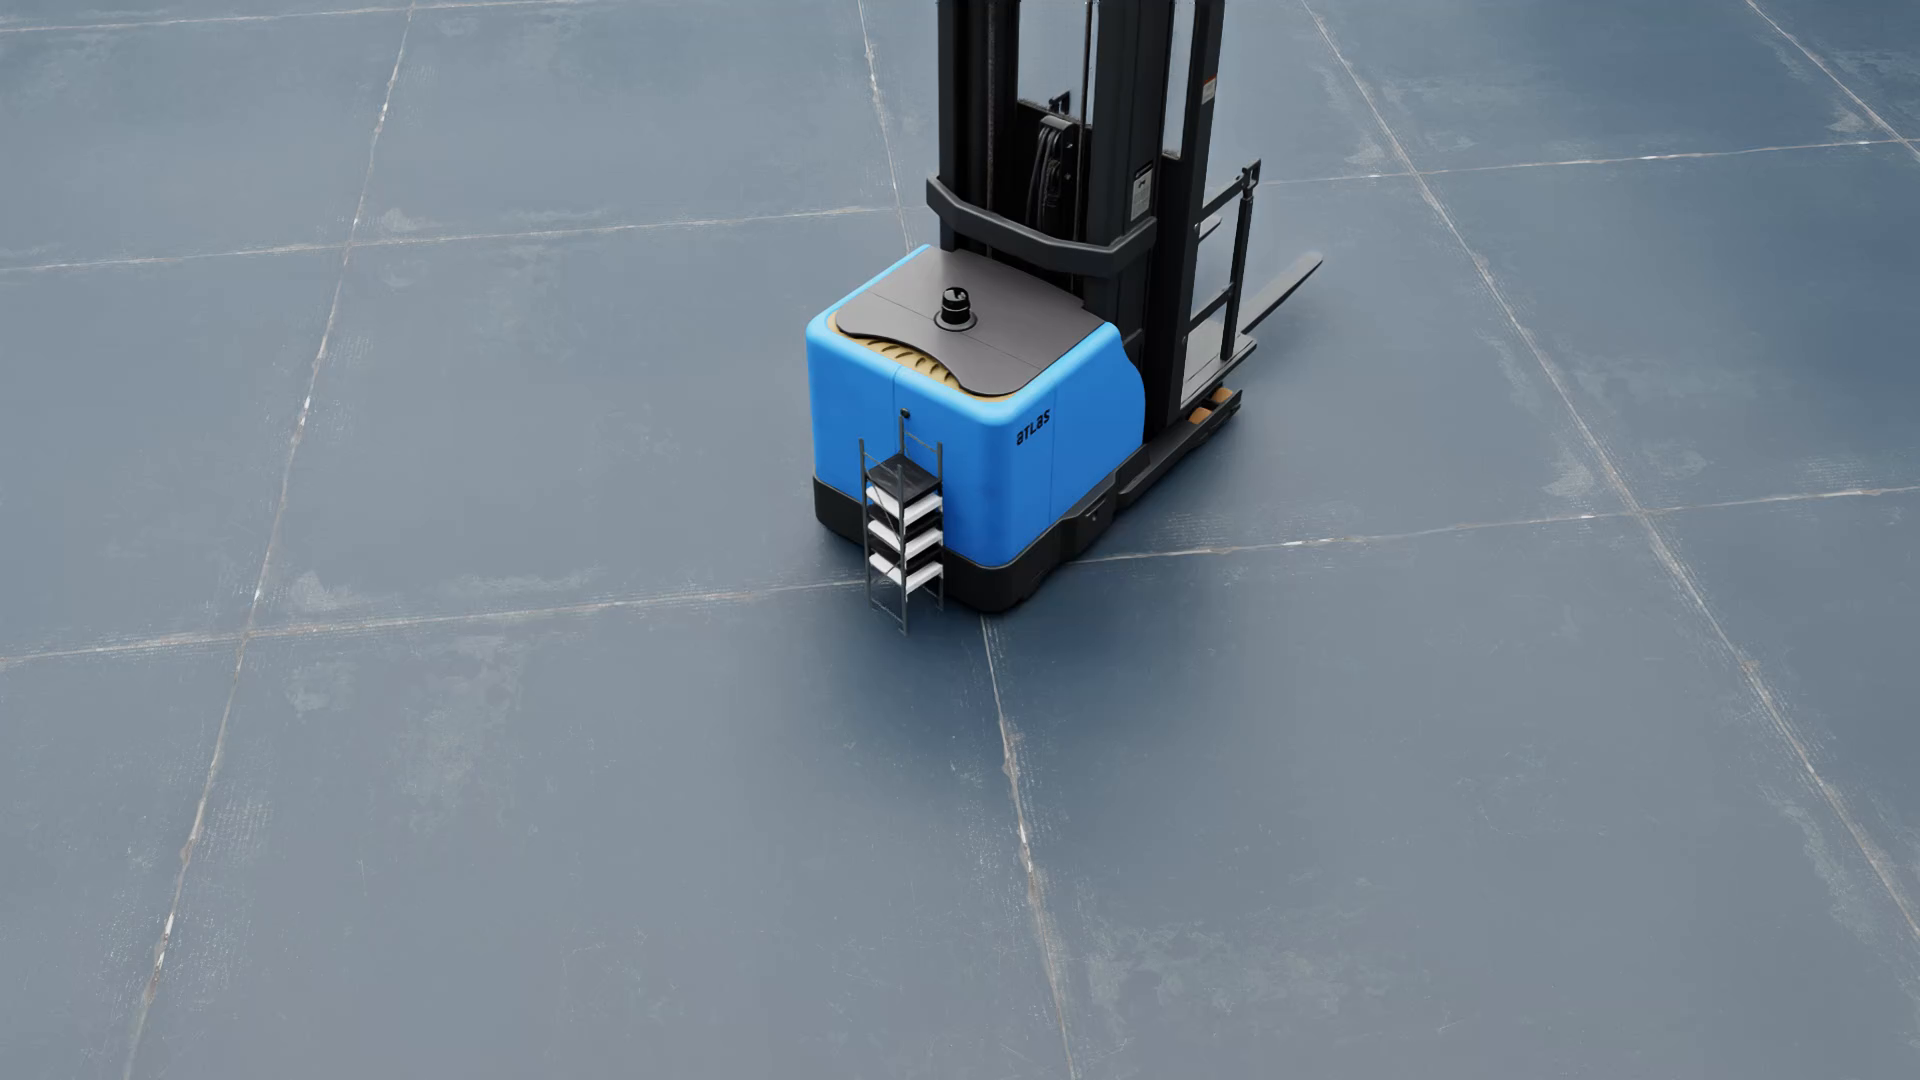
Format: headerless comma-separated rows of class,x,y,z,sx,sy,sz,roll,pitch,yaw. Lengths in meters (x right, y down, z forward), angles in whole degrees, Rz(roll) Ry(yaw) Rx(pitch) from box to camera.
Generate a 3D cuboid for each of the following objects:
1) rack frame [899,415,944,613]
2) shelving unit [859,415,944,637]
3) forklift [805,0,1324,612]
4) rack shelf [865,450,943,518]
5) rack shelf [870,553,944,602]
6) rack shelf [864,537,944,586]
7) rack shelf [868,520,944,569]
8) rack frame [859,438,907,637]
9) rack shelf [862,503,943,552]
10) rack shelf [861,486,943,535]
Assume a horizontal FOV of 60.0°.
rack frame,-0.153,-0.091,6.679,0.006,0.900,0.240,-32,51,-31
shelving unit,-0.226,-0.044,6.627,0.210,0.900,0.258,-32,51,-31
forklift,0.672,-1.725,6.975,1.130,2.935,3.031,28,49,27
rack shelf,-0.226,-0.220,6.468,0.200,0.077,0.258,-32,51,-31
rack shelf,-0.226,0.114,6.770,0.200,0.077,0.258,-32,51,-31
rack shelf,-0.226,0.048,6.709,0.200,0.077,0.258,-32,51,-31
rack shelf,-0.226,-0.019,6.649,0.200,0.077,0.258,-32,51,-31
rack frame,-0.300,0.003,6.575,0.006,0.900,0.240,-32,51,-31
rack shelf,-0.226,-0.086,6.589,0.200,0.077,0.258,-32,51,-31
rack shelf,-0.226,-0.153,6.529,0.200,0.077,0.258,-32,51,-31
